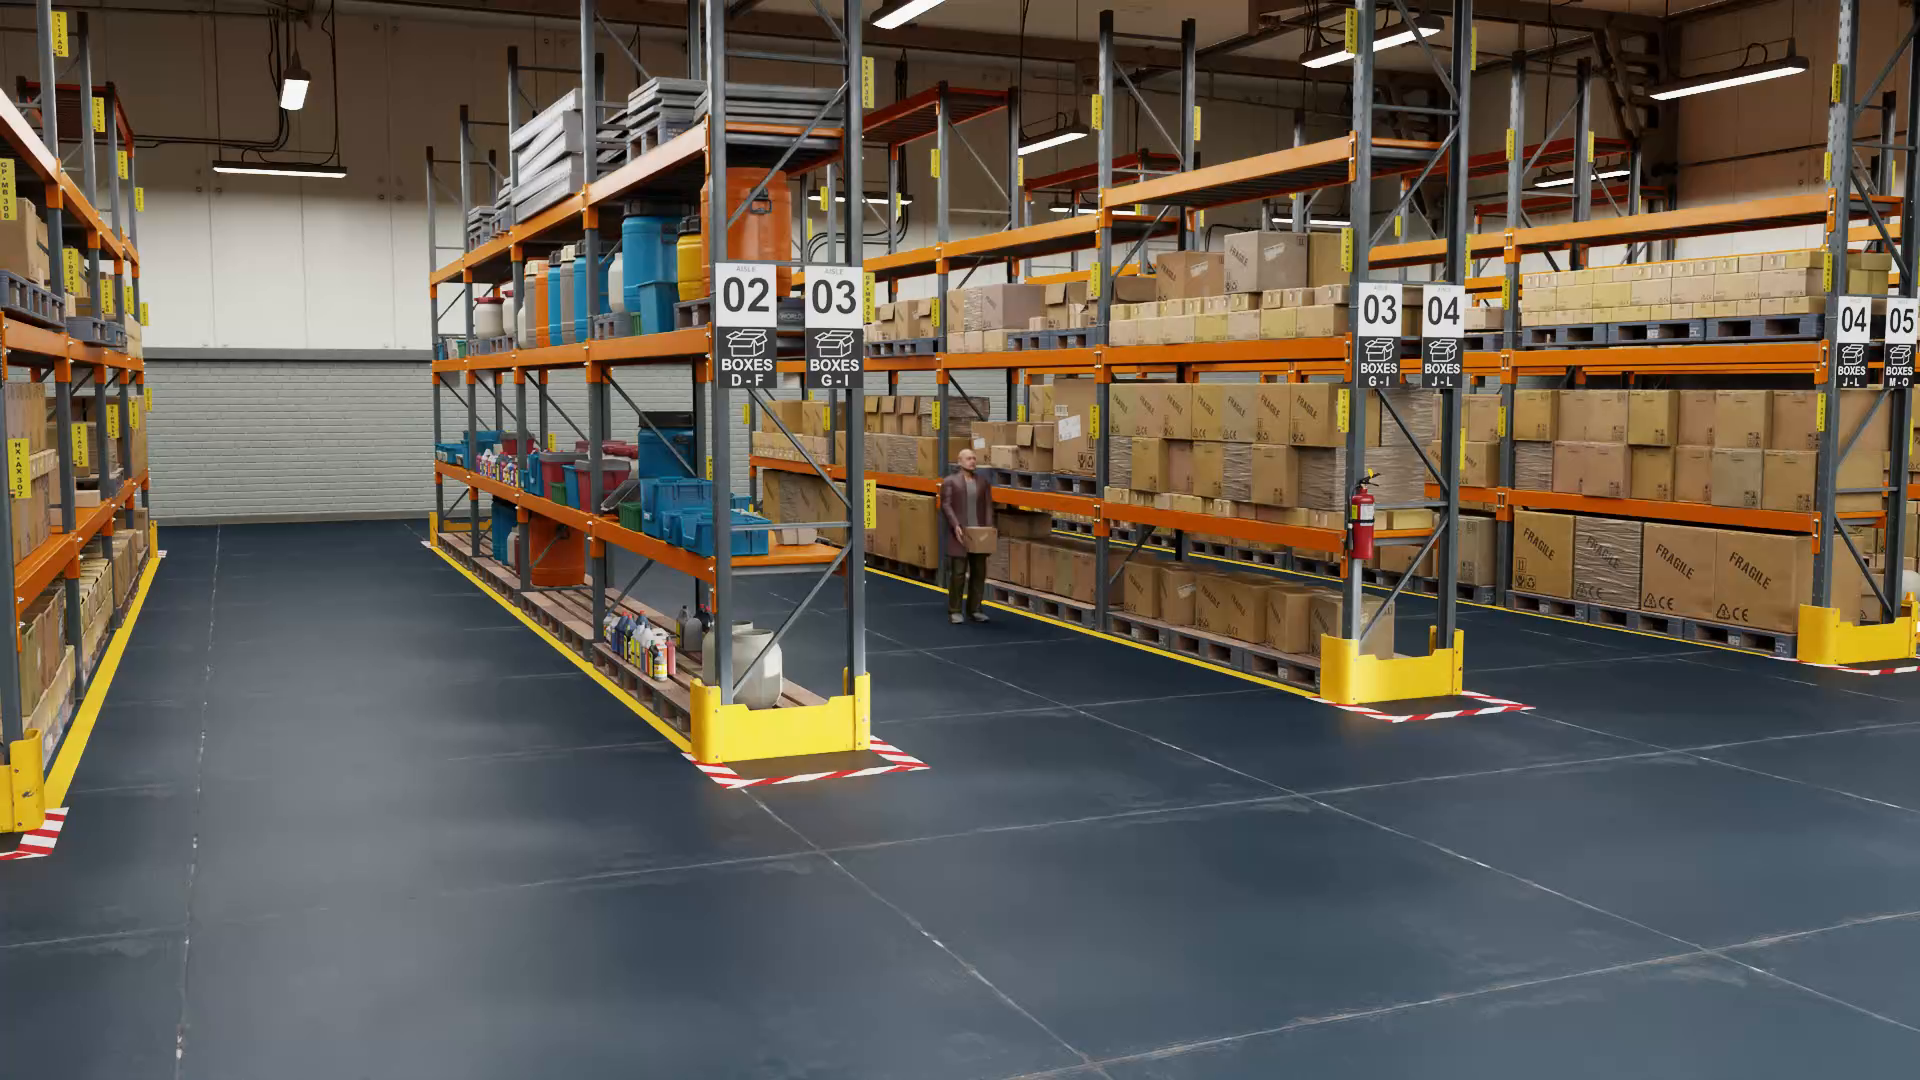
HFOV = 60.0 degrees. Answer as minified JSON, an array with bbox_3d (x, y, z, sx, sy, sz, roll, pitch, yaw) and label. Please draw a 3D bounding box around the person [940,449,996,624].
[{"bbox_3d":[0.112,-0.037,17.110,0.600,1.787,0.468,-2,6,-23],"label":"person"}]
